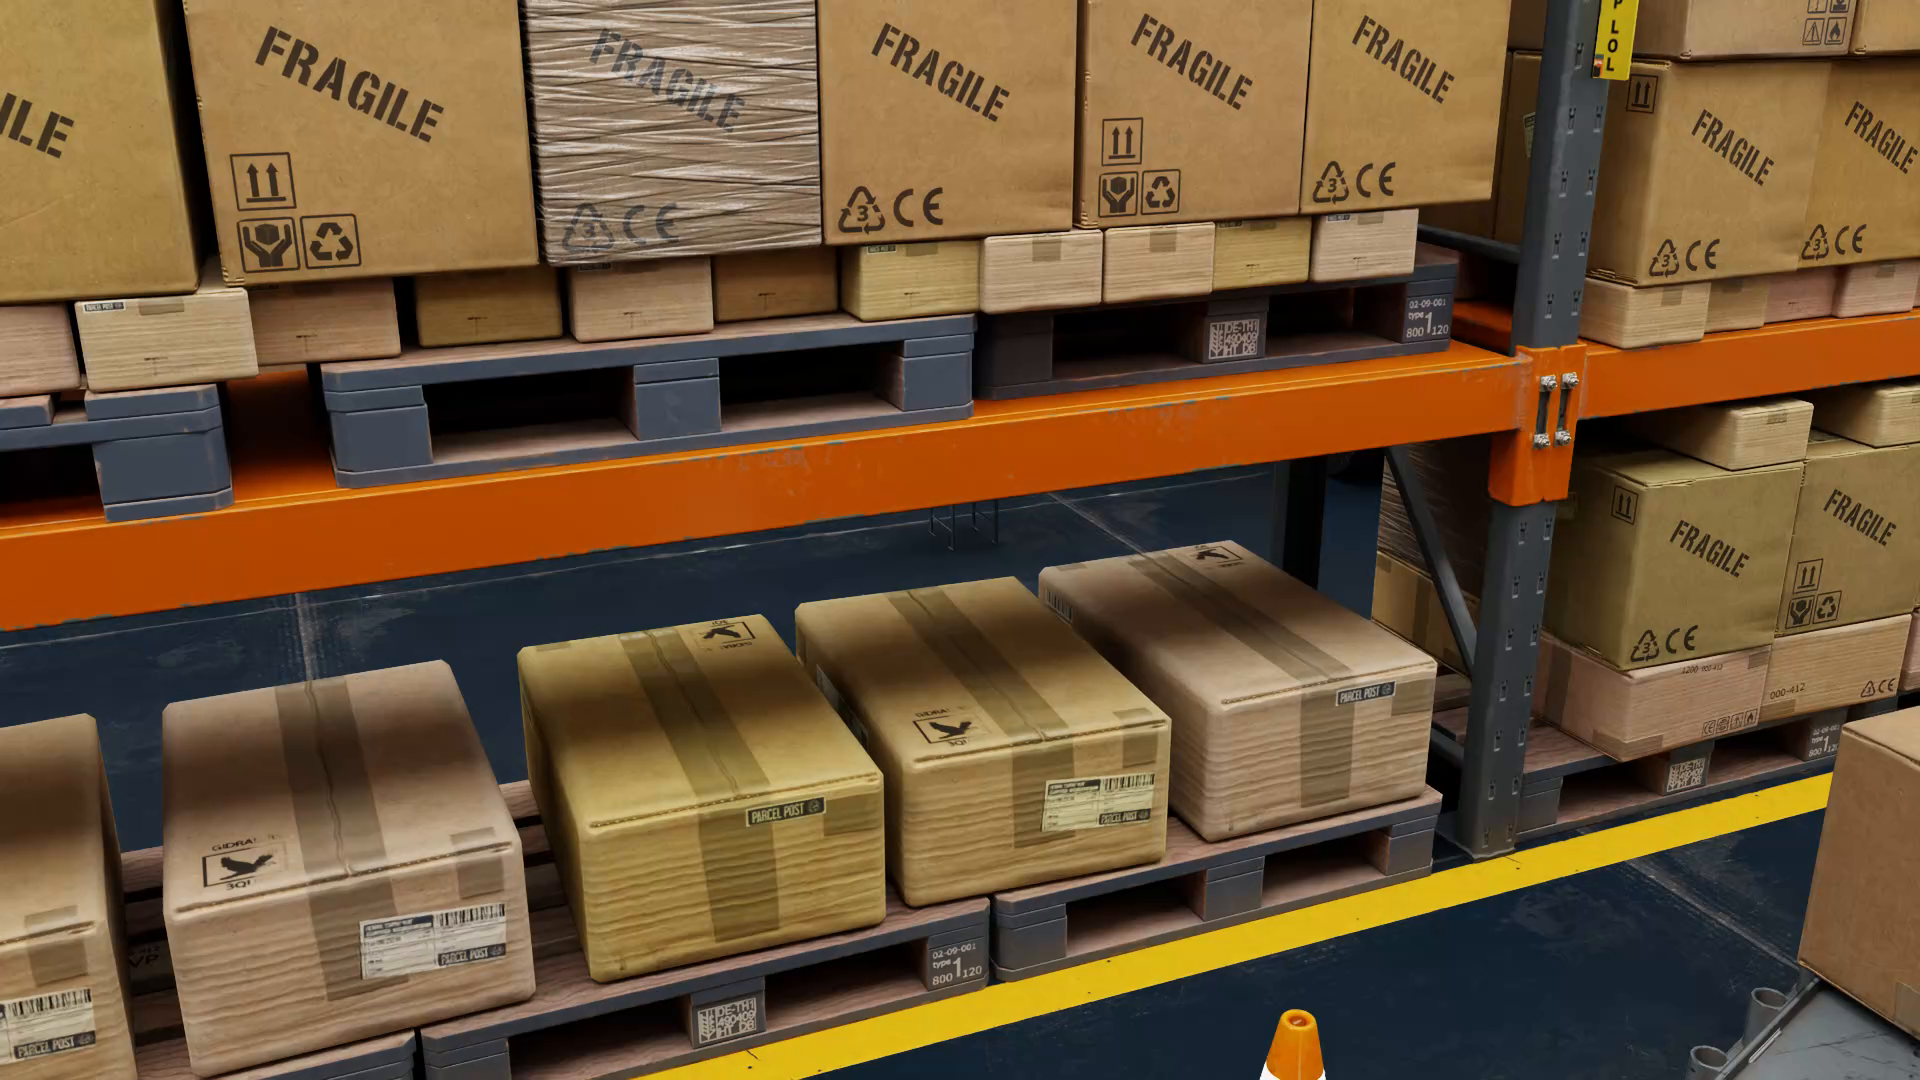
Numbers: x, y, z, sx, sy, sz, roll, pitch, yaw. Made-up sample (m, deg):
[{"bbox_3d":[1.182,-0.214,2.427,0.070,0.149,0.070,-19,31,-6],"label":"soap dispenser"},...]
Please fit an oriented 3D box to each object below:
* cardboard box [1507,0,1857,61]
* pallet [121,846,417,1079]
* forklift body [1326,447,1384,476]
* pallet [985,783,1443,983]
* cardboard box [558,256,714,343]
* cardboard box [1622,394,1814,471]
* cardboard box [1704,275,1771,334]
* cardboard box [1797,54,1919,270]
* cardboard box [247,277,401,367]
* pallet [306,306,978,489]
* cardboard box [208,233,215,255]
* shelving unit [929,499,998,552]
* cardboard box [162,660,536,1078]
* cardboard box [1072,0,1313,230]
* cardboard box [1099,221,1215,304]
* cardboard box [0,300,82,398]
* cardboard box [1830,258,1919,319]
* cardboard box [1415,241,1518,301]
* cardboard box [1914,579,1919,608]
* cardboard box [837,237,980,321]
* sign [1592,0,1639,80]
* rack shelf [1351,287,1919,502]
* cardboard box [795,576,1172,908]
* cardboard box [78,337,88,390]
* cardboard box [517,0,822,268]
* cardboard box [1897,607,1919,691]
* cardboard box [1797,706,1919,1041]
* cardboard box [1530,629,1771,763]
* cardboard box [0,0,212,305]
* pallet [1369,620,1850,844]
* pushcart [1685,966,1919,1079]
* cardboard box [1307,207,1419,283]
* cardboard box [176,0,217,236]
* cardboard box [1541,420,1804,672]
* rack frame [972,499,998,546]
[{"bbox_3d":[1.651,-1.408,3.902,0.500,0.500,0.700,-8,21,-22],"label":"cardboard box"},{"bbox_3d":[-1.794,0.982,3.416,1.213,0.211,1.003,-8,21,-22],"label":"pallet"},{"bbox_3d":[1.845,-1.591,7.802,1.214,2.155,2.313,-8,21,-22],"label":"forklift body"},{"bbox_3d":[0.446,0.661,4.328,1.213,0.211,1.003,-8,21,-22],"label":"pallet"},{"bbox_3d":[-0.637,-0.495,3.157,0.250,0.149,0.380,-7,21,-20],"label":"cardboard box"},{"bbox_3d":[1.948,-0.312,4.293,0.250,0.149,0.380,-8,21,-21],"label":"cardboard box"},{"bbox_3d":[1.788,-0.632,4.178,0.250,0.149,0.380,-8,21,-20],"label":"cardboard box"},{"bbox_3d":[2.127,-0.991,4.222,0.500,0.500,0.500,-8,21,-22],"label":"cardboard box"},{"bbox_3d":[-1.147,-0.431,2.976,0.250,0.149,0.380,-7,21,-19],"label":"cardboard box"},{"bbox_3d":[-0.711,-0.414,3.469,1.213,0.211,1.003,-8,21,-22],"label":"pallet"},{"bbox_3d":[-1.639,-0.561,3.344,0.250,0.149,0.380,-9,21,-24],"label":"cardboard box"},{"bbox_3d":[0.013,-0.568,6.328,0.189,1.200,0.258,-8,21,-22],"label":"shelving unit"},{"bbox_3d":[-1.315,0.639,3.514,0.625,0.372,0.950,-9,21,-23],"label":"cardboard box"},{"bbox_3d":[0.373,-0.947,3.464,0.500,0.500,0.500,-8,21,-22],"label":"cardboard box"},{"bbox_3d":[0.326,-0.611,3.487,0.250,0.149,0.380,-9,21,-23],"label":"cardboard box"},{"bbox_3d":[-1.598,-0.346,2.734,0.250,0.149,0.380,-10,22,-25],"label":"cardboard box"},{"bbox_3d":[2.261,-0.698,4.366,0.250,0.149,0.380,-7,21,-20],"label":"cardboard box"},{"bbox_3d":[1.335,-0.774,4.583,0.250,0.149,0.380,-8,21,-22],"label":"cardboard box"},{"bbox_3d":[2.773,-0.149,4.808,0.500,0.500,0.500,-7,21,-19],"label":"cardboard box"},{"bbox_3d":[-0.145,-0.555,3.329,0.250,0.149,0.380,-8,21,-22],"label":"cardboard box"},{"bbox_3d":[1.384,-1.135,3.485,0.005,0.325,0.100,-8,21,-22],"label":"sign"},{"bbox_3d":[2.997,-0.681,5.024,4.000,0.370,1.077,-8,21,-22],"label":"rack shelf"},{"bbox_3d":[0.021,0.449,4.054,0.625,0.372,0.950,-7,21,-19],"label":"cardboard box"},{"bbox_3d":[-3.904,-0.900,7.506,0.625,0.625,0.875,-7,21,-20],"label":"cardboard box"},{"bbox_3d":[-0.584,-0.812,3.080,0.500,0.500,0.500,-9,21,-24],"label":"cardboard box"},{"bbox_3d":[2.781,0.202,4.940,0.500,0.250,0.500,-8,21,-23],"label":"cardboard box"},{"bbox_3d":[1.893,0.603,2.916,0.500,0.500,0.500,-8,21,-22],"label":"cardboard box"},{"bbox_3d":[1.809,0.346,4.531,0.500,0.250,0.500,-9,21,-24],"label":"cardboard box"},{"bbox_3d":[-1.532,-0.676,2.695,0.500,0.500,0.500,-7,21,-19],"label":"cardboard box"},{"bbox_3d":[1.763,0.459,4.902,1.213,0.211,1.003,-8,21,-22],"label":"pallet"},{"bbox_3d":[2.110,1.168,2.637,0.936,0.377,1.648,-17,26,-40],"label":"pushcart"},{"bbox_3d":[0.798,-0.685,3.698,0.250,0.149,0.380,-8,21,-21],"label":"cardboard box"},{"bbox_3d":[-1.272,-0.900,3.330,0.500,0.500,0.500,-10,22,-26],"label":"cardboard box"},{"bbox_3d":[1.809,-0.008,4.406,0.500,0.500,0.500,-7,21,-19],"label":"cardboard box"},{"bbox_3d":[0.097,-0.580,6.362,0.006,1.200,0.240,-8,21,-22],"label":"rack frame"}]
